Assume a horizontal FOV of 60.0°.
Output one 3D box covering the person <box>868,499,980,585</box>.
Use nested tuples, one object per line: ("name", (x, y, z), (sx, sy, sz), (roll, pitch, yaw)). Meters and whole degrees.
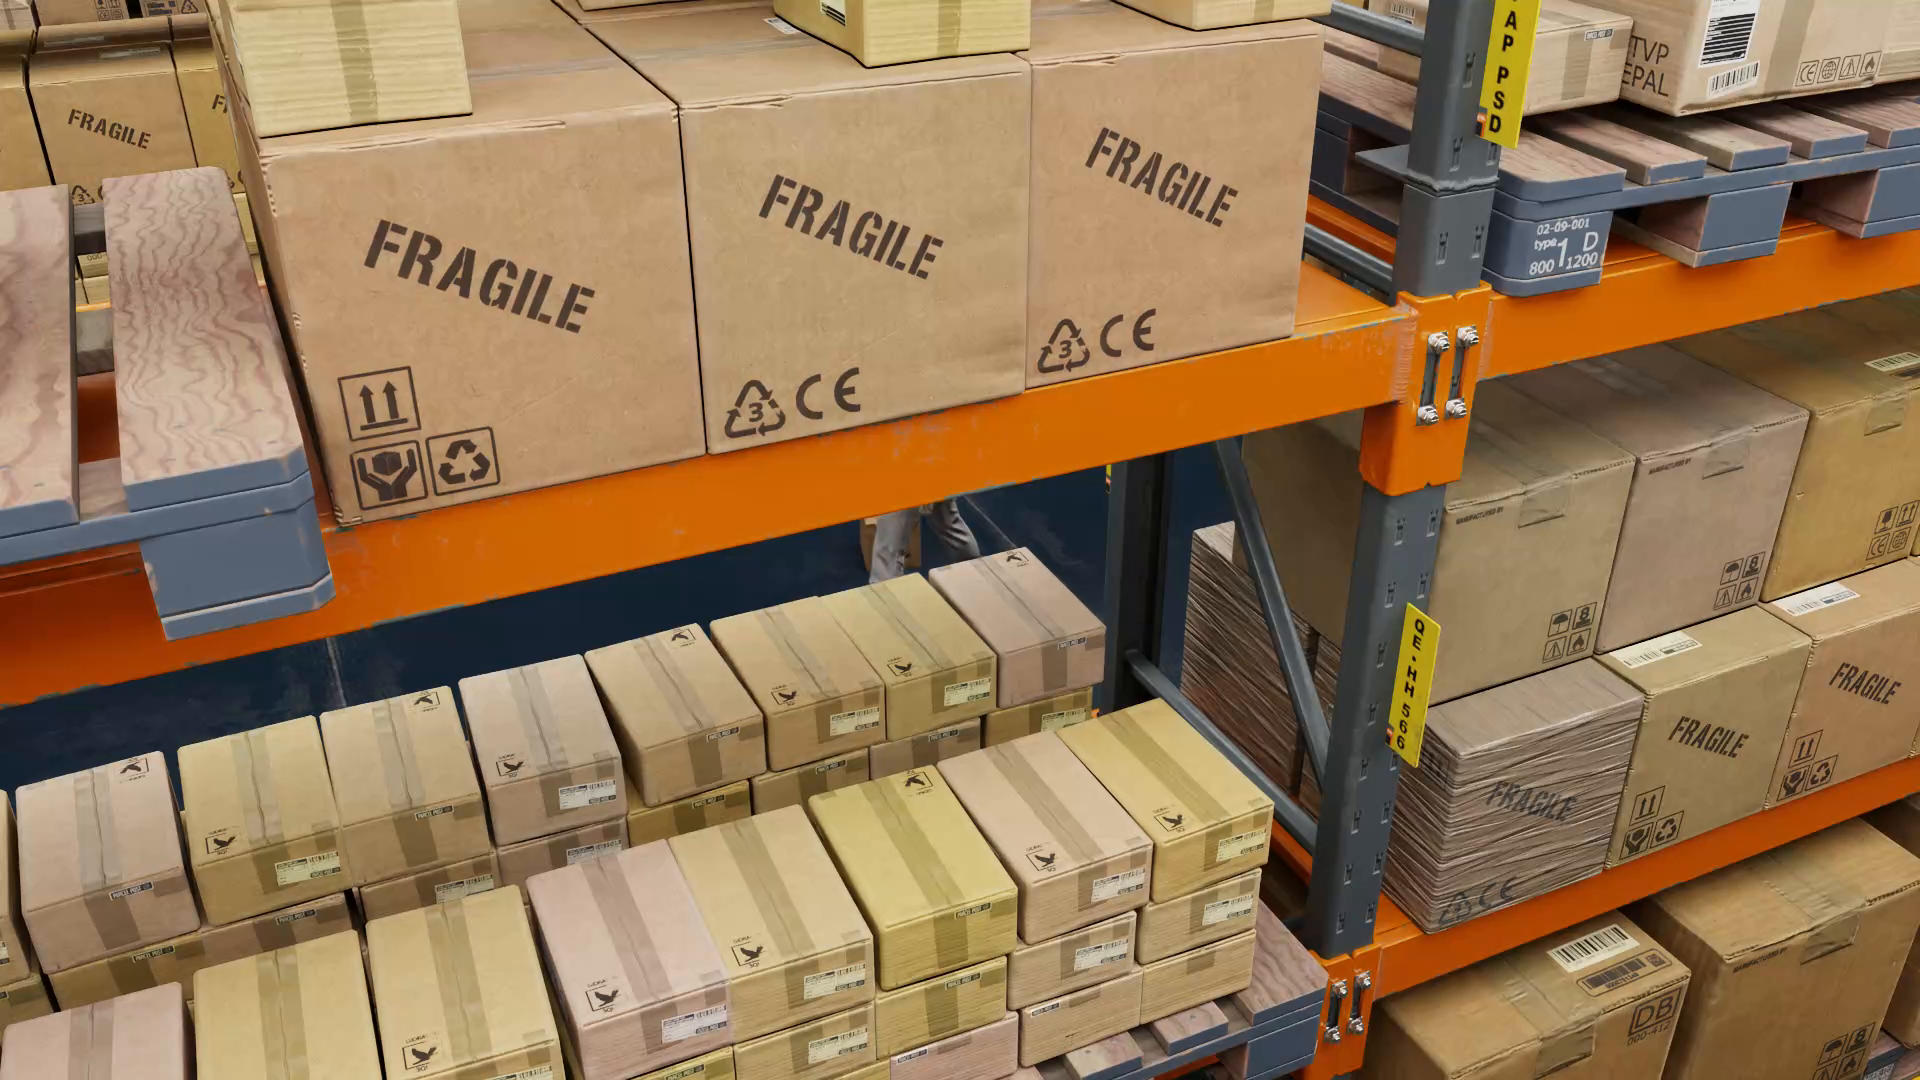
("person", (-0.236, -0.322, 6.651), (0.772, 1.655, 0.642), (-2, 30, -4))
